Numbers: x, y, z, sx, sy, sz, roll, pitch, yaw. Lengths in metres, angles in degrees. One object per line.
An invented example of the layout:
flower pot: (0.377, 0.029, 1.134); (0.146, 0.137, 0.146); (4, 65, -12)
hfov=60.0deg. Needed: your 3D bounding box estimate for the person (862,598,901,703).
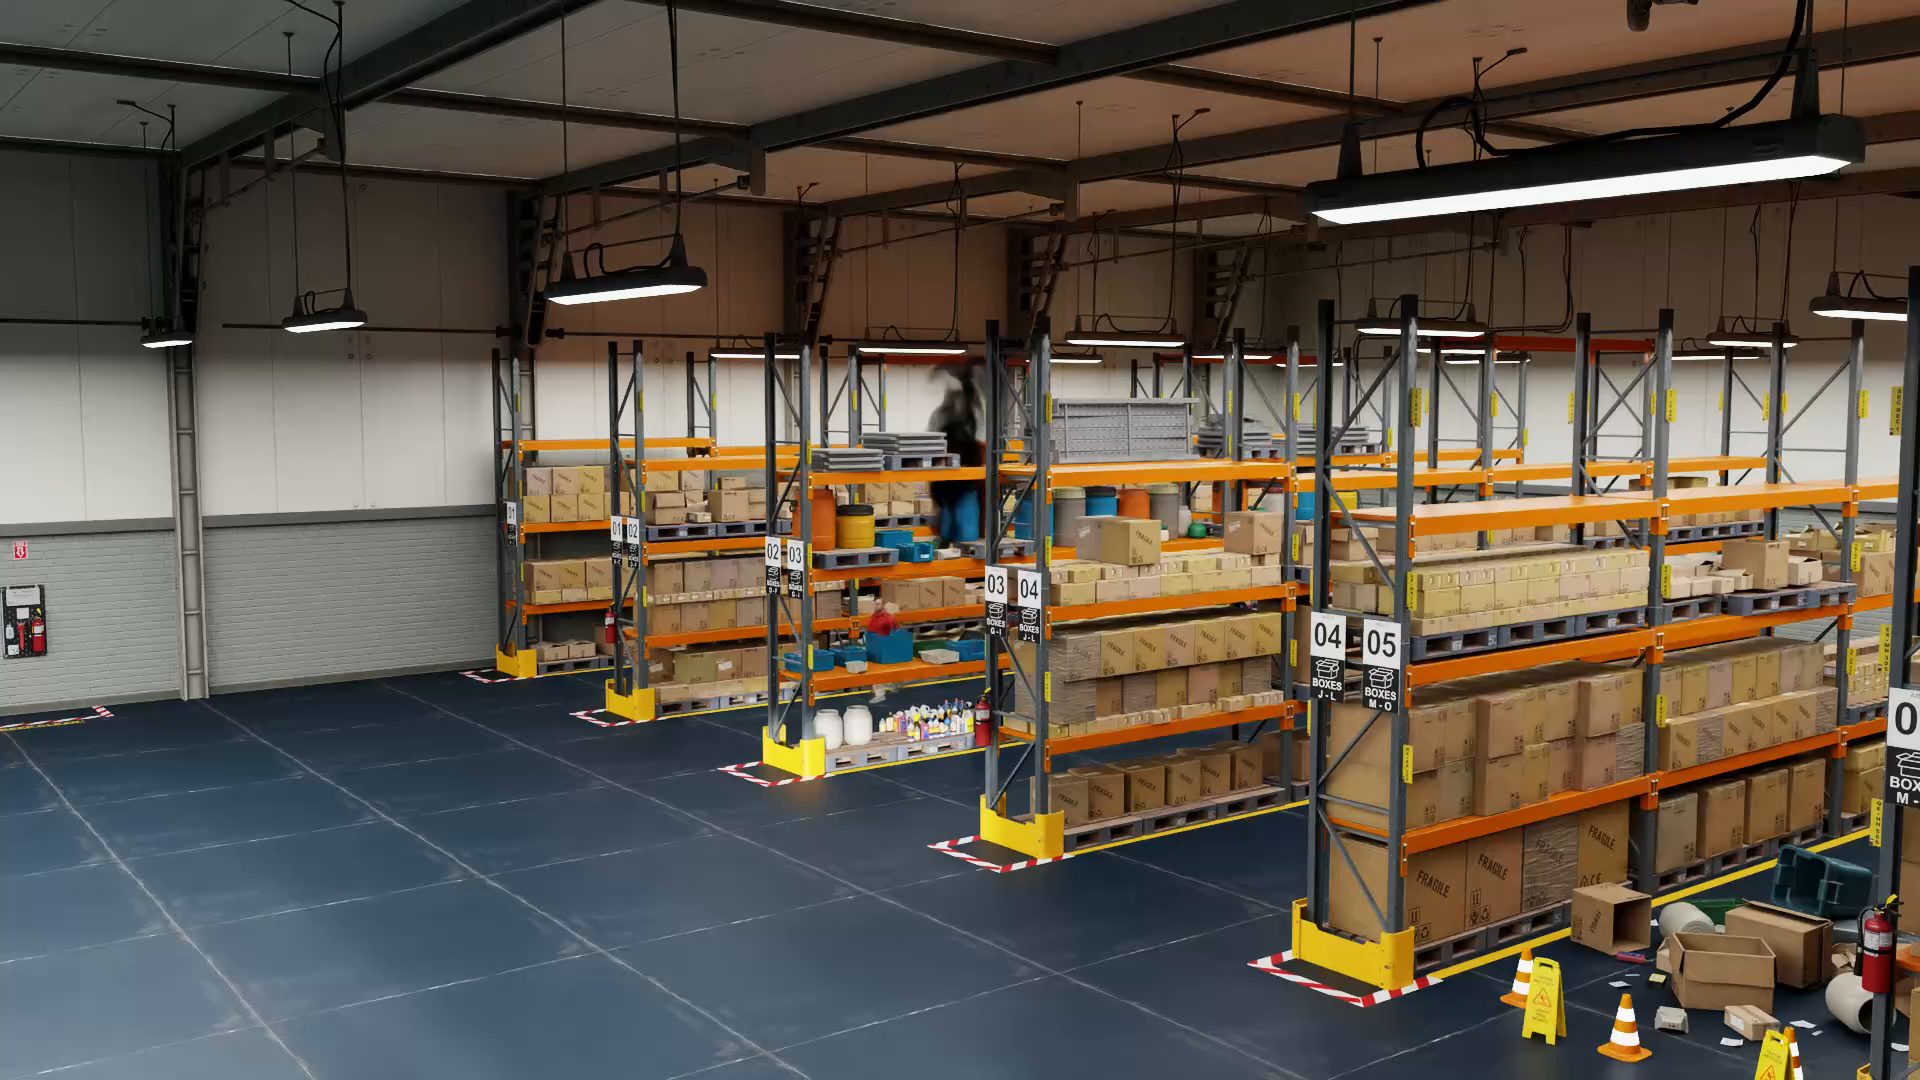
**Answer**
person: (-1.264, 1.769, 26.726); (0.603, 1.688, 0.665); (-5, 7, -43)
